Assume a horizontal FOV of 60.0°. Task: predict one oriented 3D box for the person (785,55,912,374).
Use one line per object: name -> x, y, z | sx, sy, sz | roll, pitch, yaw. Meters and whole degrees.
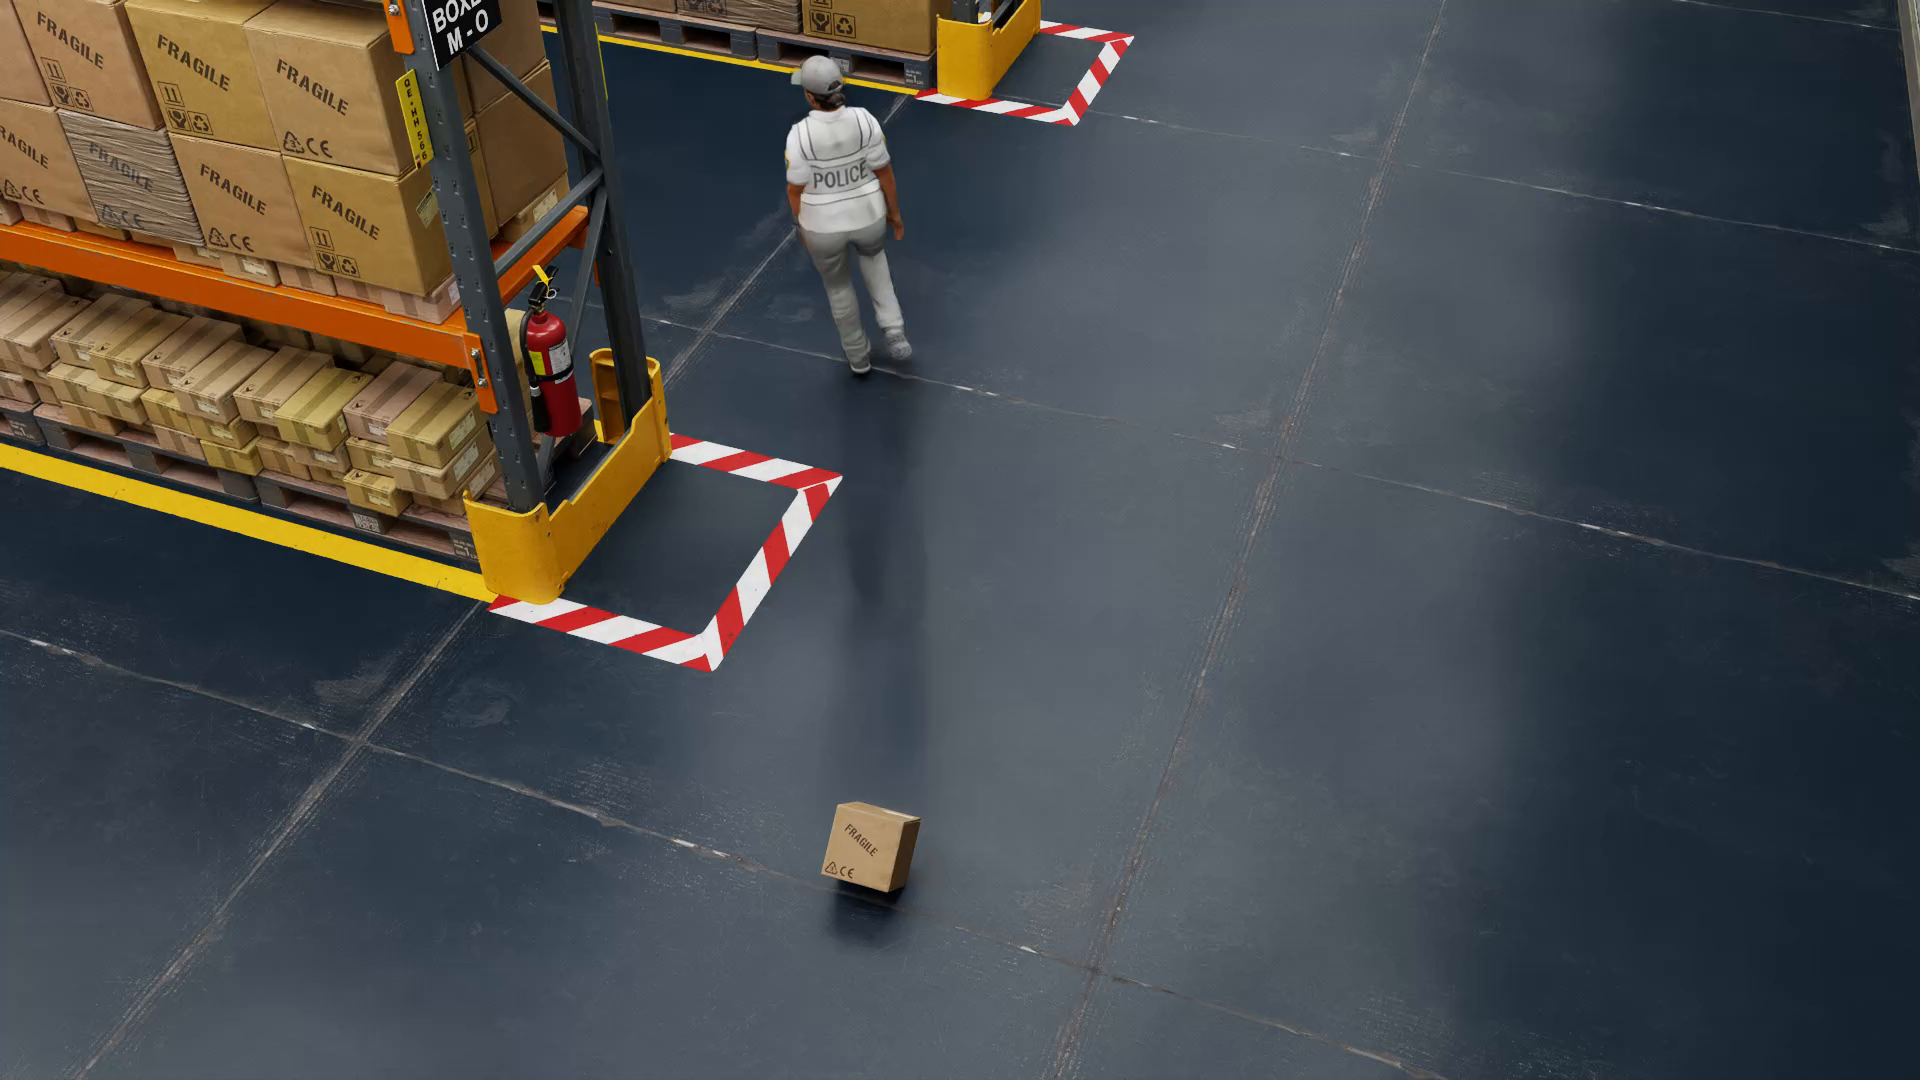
person -> -0.540, -1.523, 7.847 | 0.563, 1.662, 0.442 | -13, 43, -14
